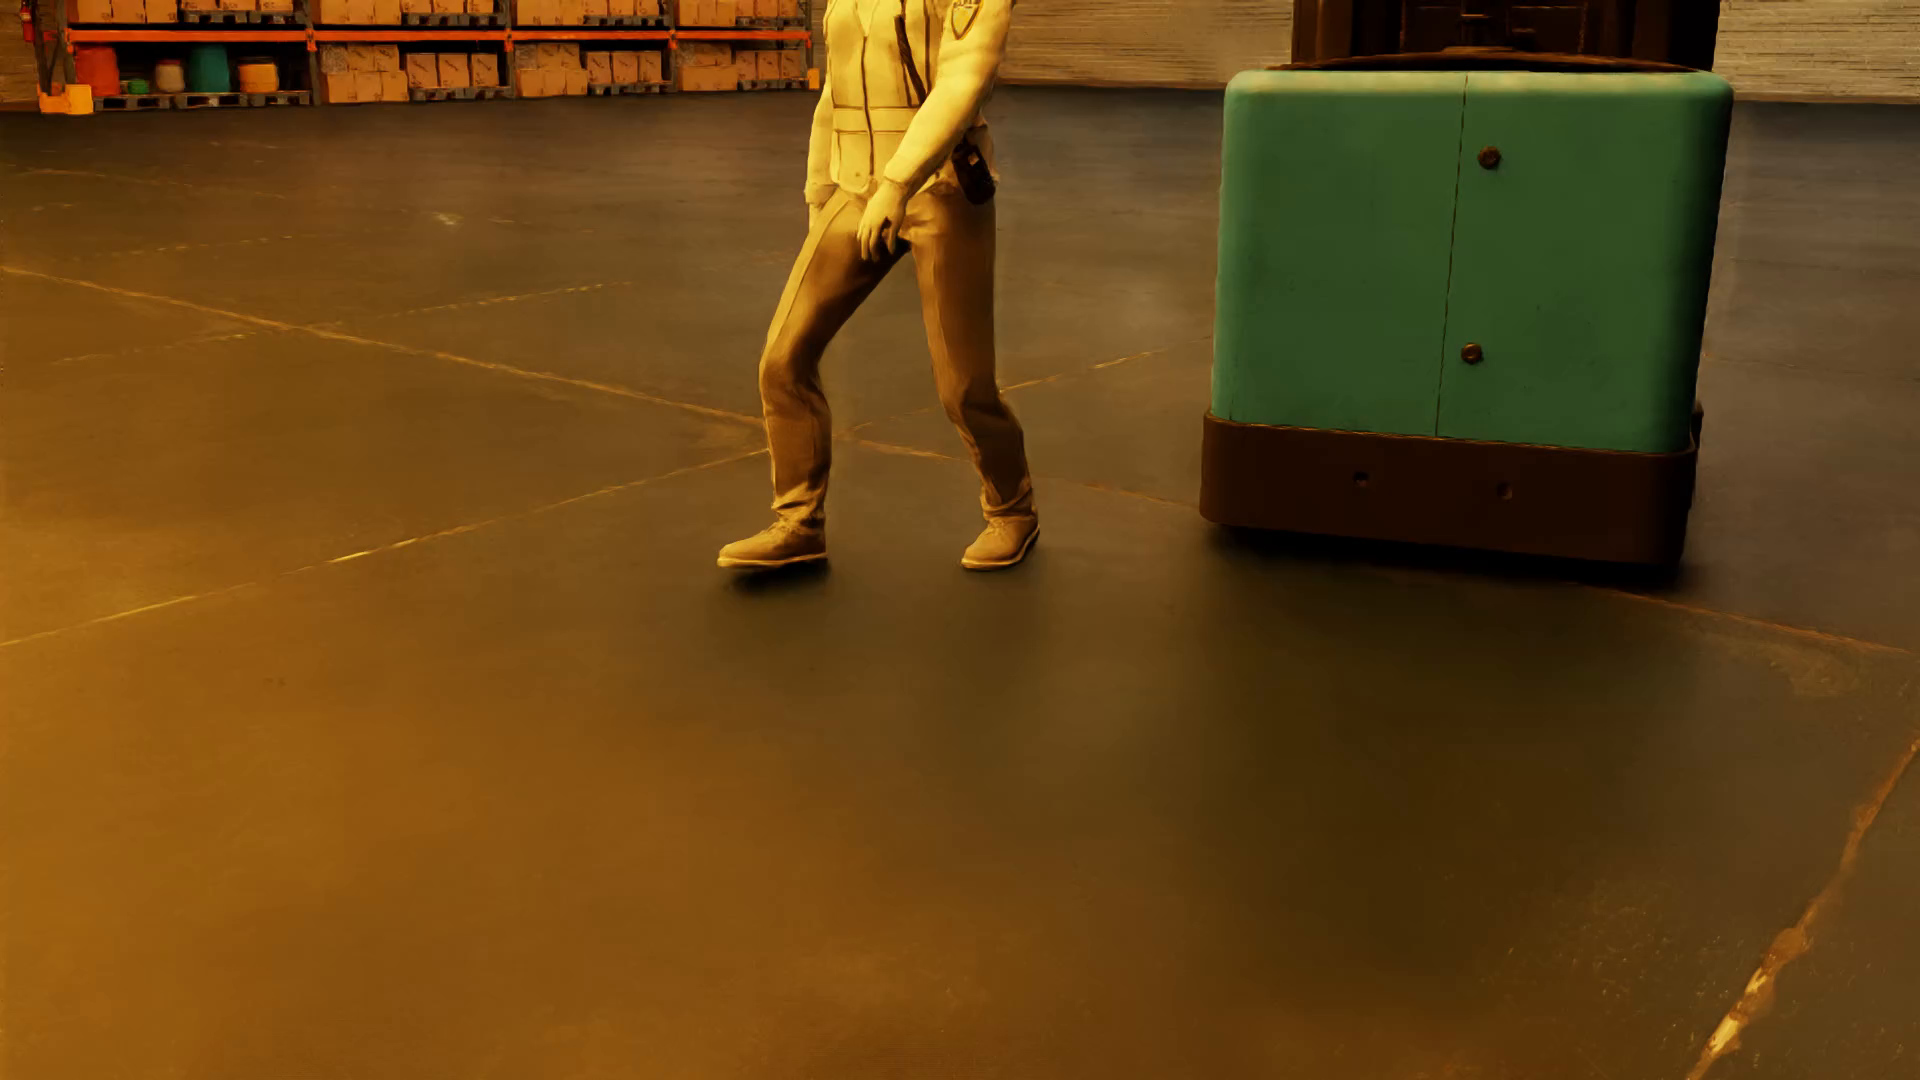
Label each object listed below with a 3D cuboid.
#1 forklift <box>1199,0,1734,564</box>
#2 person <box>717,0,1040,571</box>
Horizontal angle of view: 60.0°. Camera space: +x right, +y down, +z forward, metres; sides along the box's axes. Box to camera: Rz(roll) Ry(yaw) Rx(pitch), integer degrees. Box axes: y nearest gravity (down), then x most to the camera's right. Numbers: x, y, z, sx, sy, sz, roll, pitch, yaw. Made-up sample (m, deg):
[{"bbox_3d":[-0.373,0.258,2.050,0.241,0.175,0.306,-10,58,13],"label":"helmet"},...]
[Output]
[{"bbox_3d":[1.533,-1.738,4.622,1.130,2.935,3.031,6,18,19],"label":"forklift"},{"bbox_3d":[-0.153,-0.707,3.531,0.600,1.613,0.712,13,21,36],"label":"person"}]
